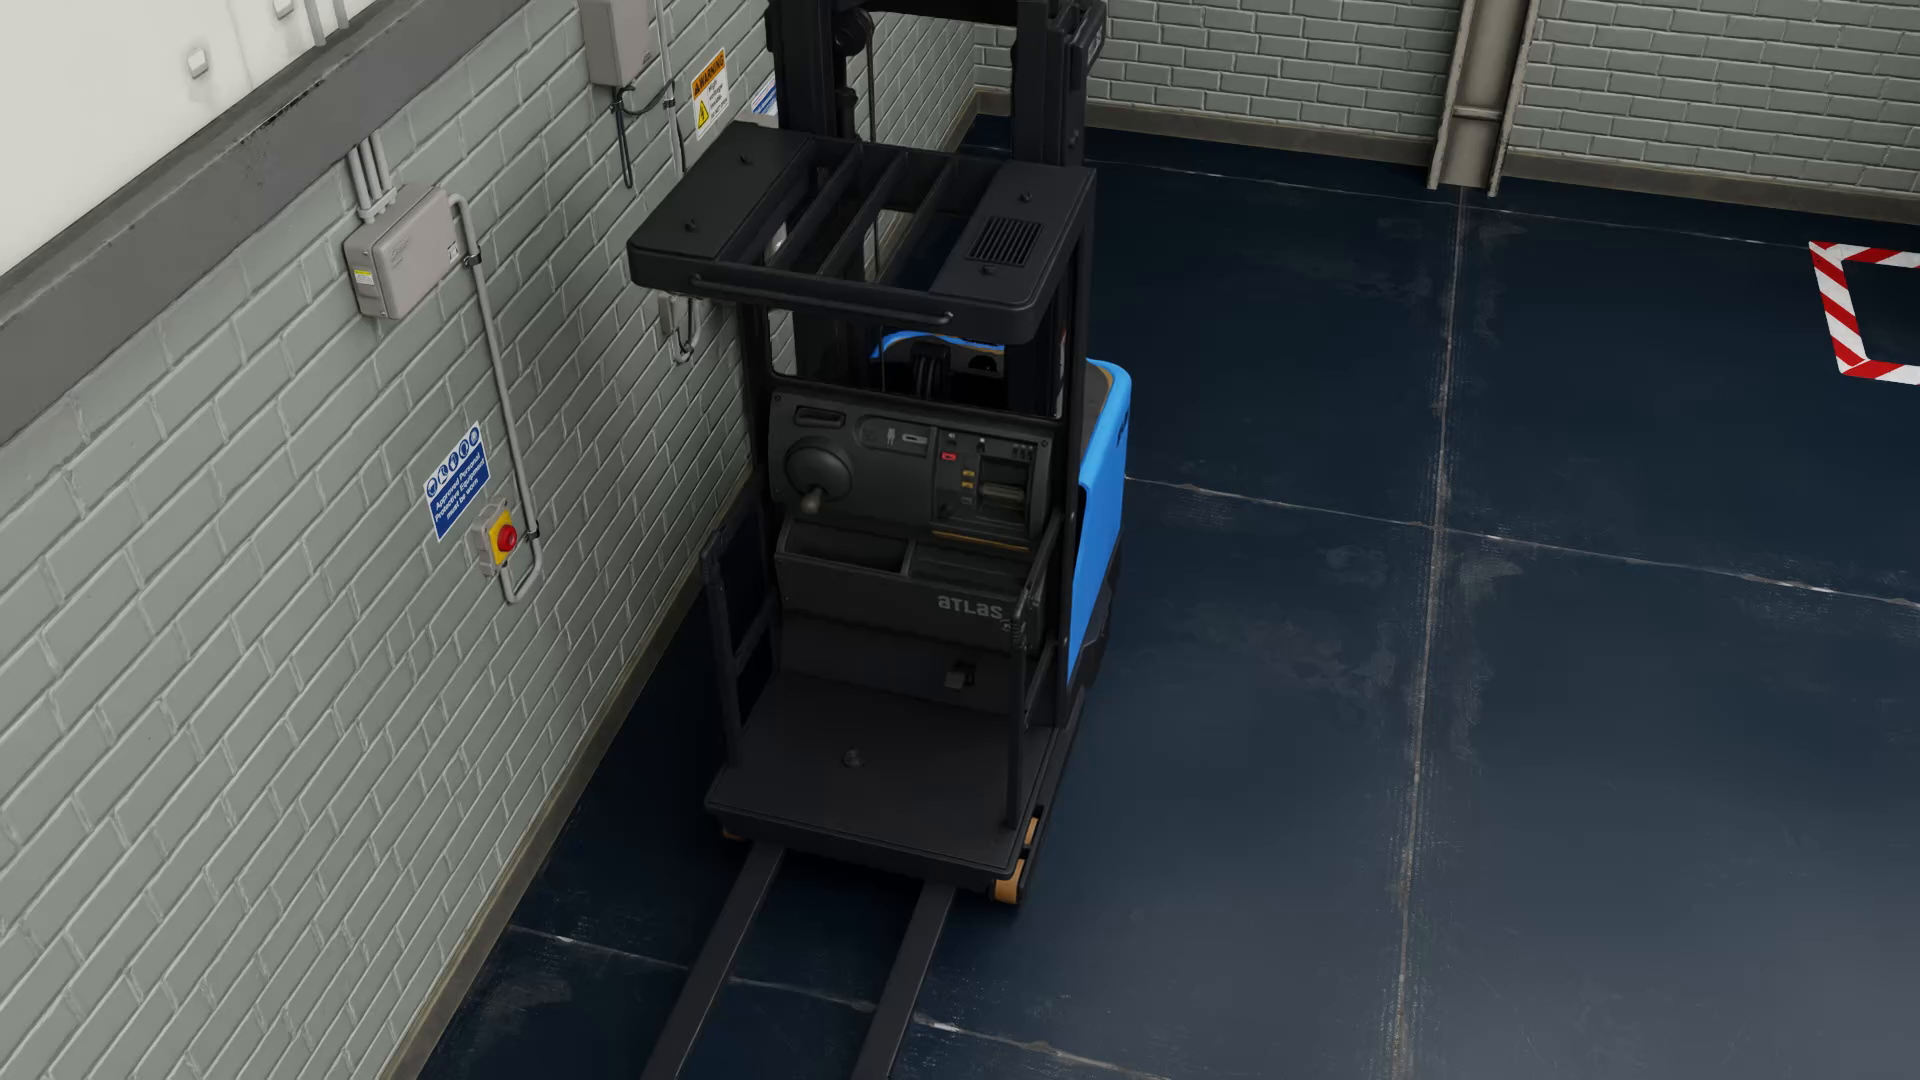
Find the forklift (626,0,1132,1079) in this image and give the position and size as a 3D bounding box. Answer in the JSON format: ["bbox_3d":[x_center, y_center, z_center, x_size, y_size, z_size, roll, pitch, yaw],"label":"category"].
[{"bbox_3d":[-0.225,-0.151,5.150,1.130,2.935,3.031,10,41,12],"label":"forklift"}]

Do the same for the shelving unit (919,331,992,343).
[{"bbox_3d":[-0.018,-0.486,7.013,0.252,1.050,0.215,10,41,12],"label":"shelving unit"}]

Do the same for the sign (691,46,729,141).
[{"bbox_3d":[-0.942,-1.688,6.286,0.001,0.242,0.339,10,41,11],"label":"sign"}]

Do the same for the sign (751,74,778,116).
[{"bbox_3d":[-0.800,-1.677,6.988,0.001,0.494,0.329,10,41,11],"label":"sign"}]

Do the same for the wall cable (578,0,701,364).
[{"bbox_3d":[-1.056,-1.363,5.751,0.122,1.984,0.588,10,41,11],"label":"wall cable"}]

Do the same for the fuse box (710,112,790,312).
[{"bbox_3d":[-0.728,-0.879,6.966,0.414,1.711,0.539,10,41,11],"label":"fuse box"}]

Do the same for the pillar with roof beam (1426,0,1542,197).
[{"bbox_3d":[1.836,-2.884,3.686,0.400,9.000,9.100,10,41,11],"label":"pillar with roof beam"}]

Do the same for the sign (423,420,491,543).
[{"bbox_3d":[-1.483,-0.175,4.916,0.001,0.218,0.327,10,41,11],"label":"sign"}]

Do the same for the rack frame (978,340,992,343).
[{"bbox_3d":[0.100,-0.466,6.988,0.008,1.050,0.200,10,41,12],"label":"rack frame"}]

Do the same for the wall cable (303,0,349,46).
[{"bbox_3d":[-1.526,-2.236,2.915,0.029,3.000,0.463,10,41,11],"label":"wall cable"}]

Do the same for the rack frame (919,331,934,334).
[{"bbox_3d":[-0.136,-0.507,7.037,0.008,1.050,0.200,10,41,12],"label":"rack frame"}]

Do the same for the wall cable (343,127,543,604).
[{"bbox_3d":[-1.412,-0.492,4.689,0.123,1.953,0.585,10,41,11],"label":"wall cable"}]

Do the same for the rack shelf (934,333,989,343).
[{"bbox_3d":[-0.018,-0.695,6.837,0.240,0.259,0.215,10,41,12],"label":"rack shelf"}]
